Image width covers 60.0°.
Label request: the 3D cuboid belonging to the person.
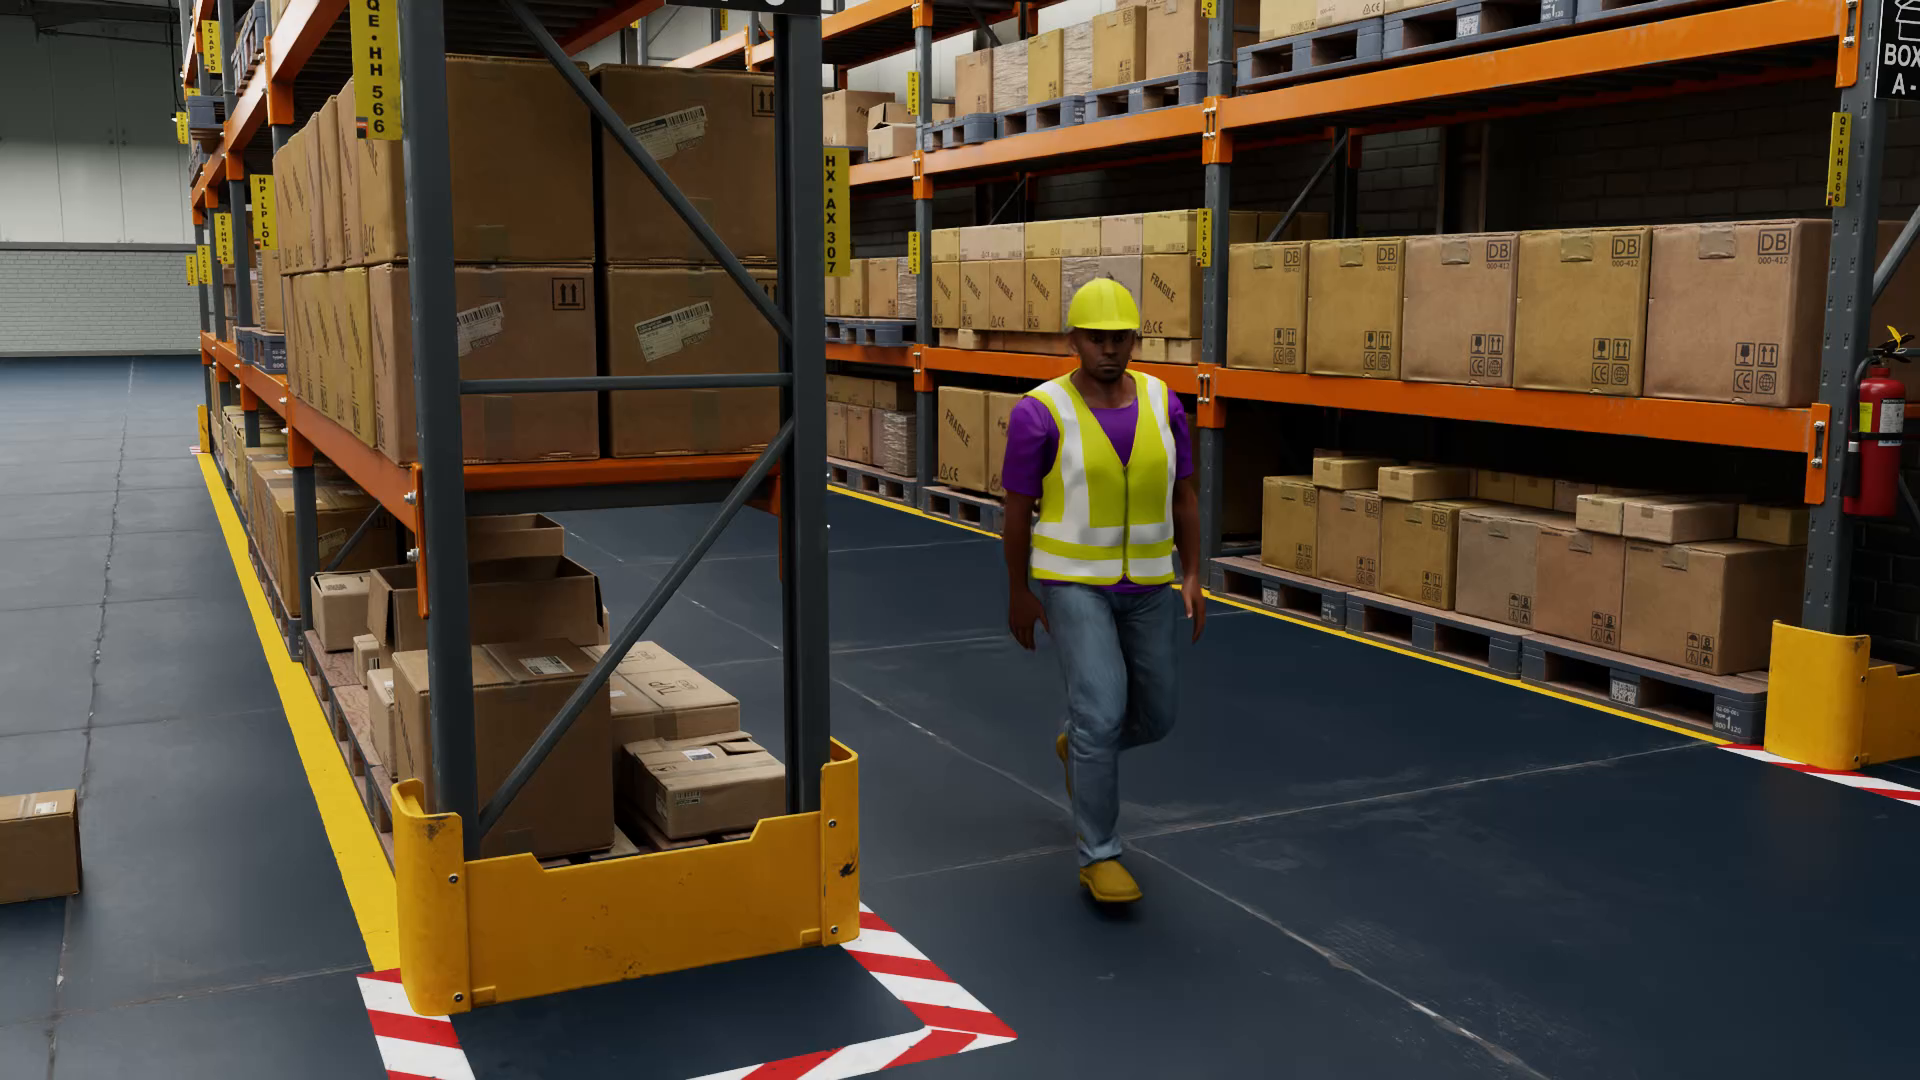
[{"bbox_3d":[0.400,0.116,4.864,0.579,1.745,0.793,-3,9,-21],"label":"person"}]
